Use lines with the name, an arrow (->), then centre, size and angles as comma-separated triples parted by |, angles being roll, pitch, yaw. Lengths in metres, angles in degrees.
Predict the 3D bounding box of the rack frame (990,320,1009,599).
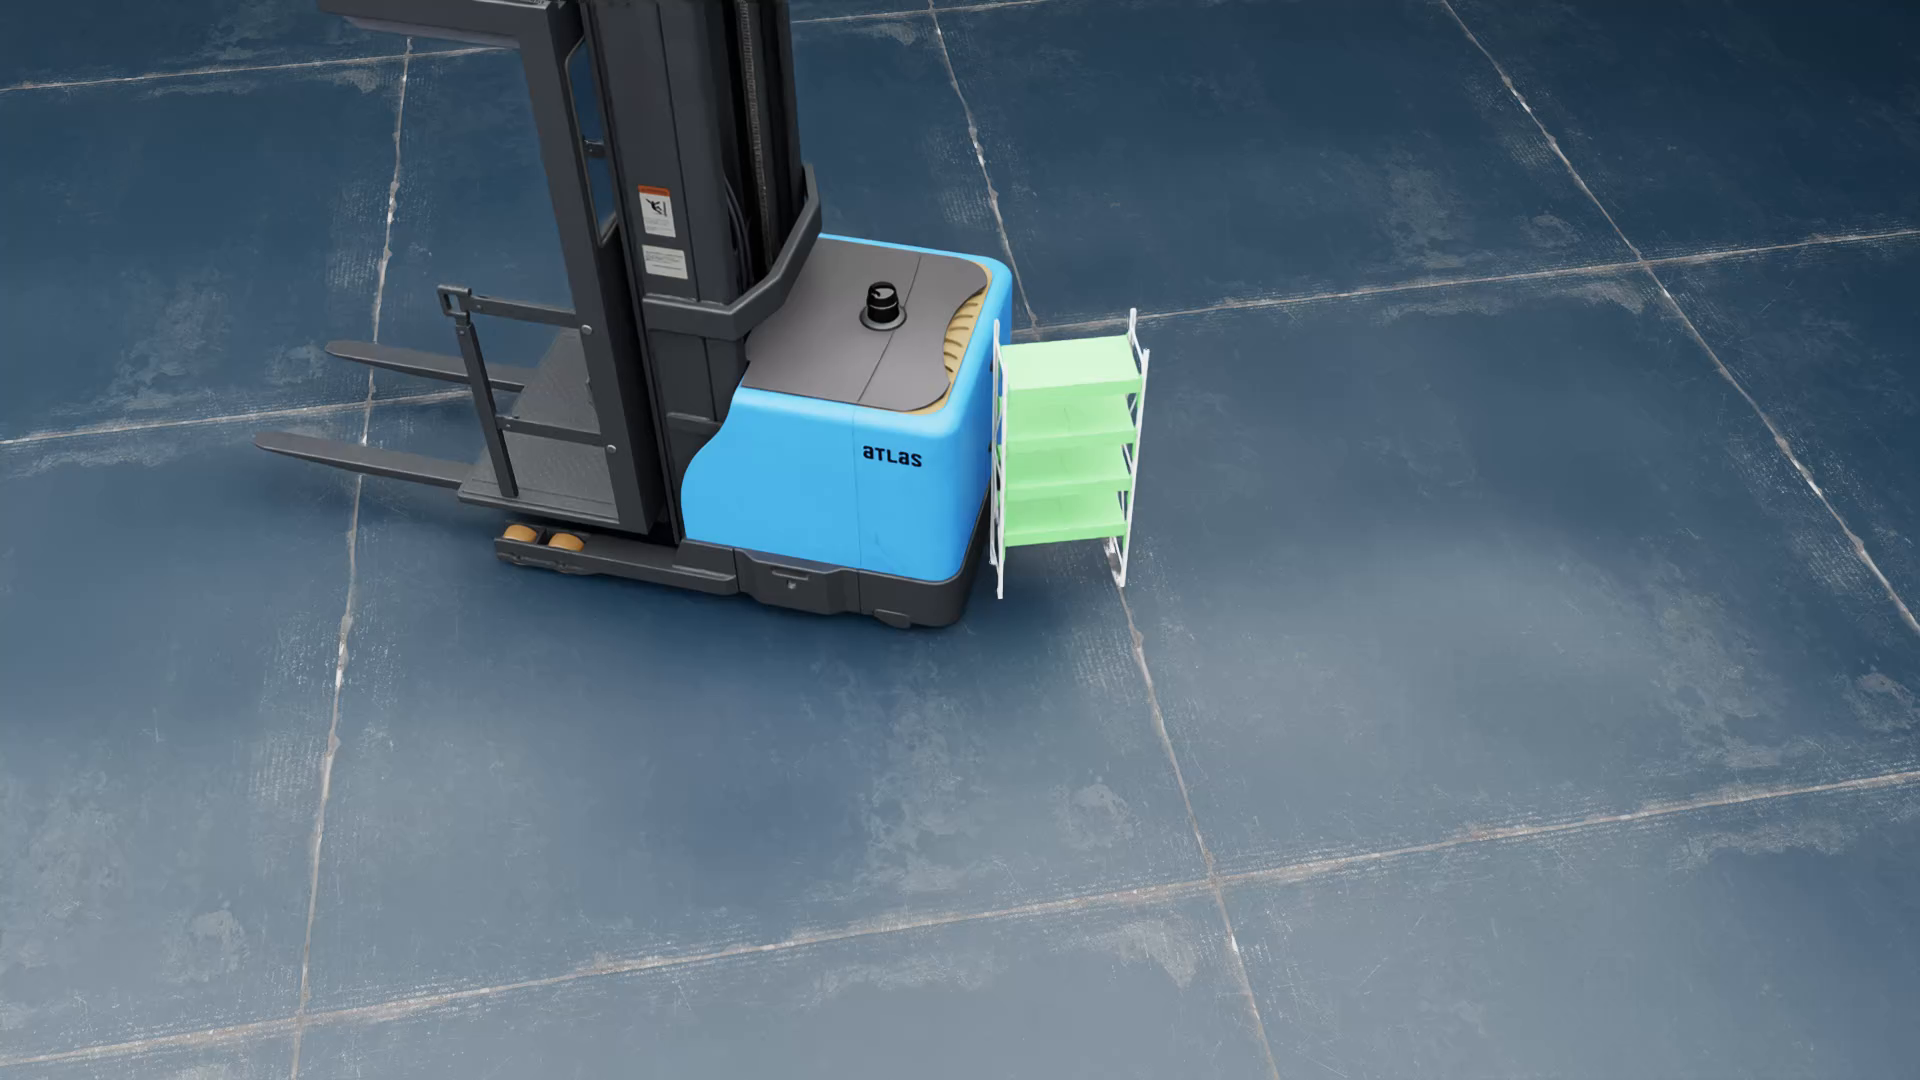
rack frame -> 0.143, -0.270, 6.177 | 0.015, 1.200, 0.240 | -5, 46, -5

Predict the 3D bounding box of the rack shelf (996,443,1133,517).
rack shelf -> 0.385, -0.248, 6.245 | 0.480, 0.148, 0.258 | -5, 46, -5

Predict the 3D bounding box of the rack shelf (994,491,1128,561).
rack shelf -> 0.385, -0.082, 6.418 | 0.480, 0.148, 0.258 | -5, 46, -5

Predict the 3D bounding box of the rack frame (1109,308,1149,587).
rack frame -> 0.627, -0.316, 6.221 | 0.015, 1.200, 0.240 | -5, 46, -5

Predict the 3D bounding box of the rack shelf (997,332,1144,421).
rack shelf -> 0.385, -0.581, 5.899 | 0.480, 0.148, 0.258 | -5, 46, -5

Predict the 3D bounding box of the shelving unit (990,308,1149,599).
shelving unit -> 0.385, -0.293, 6.199 | 0.503, 1.200, 0.258 | -5, 46, -5

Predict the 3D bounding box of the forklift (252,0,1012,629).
forklift -> -1.362, -1.242, 5.912 | 3.031, 2.935, 1.130 | 10, 47, 9

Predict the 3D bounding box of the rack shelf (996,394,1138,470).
rack shelf -> 0.385, -0.415, 6.072 | 0.480, 0.148, 0.258 | -5, 46, -5
